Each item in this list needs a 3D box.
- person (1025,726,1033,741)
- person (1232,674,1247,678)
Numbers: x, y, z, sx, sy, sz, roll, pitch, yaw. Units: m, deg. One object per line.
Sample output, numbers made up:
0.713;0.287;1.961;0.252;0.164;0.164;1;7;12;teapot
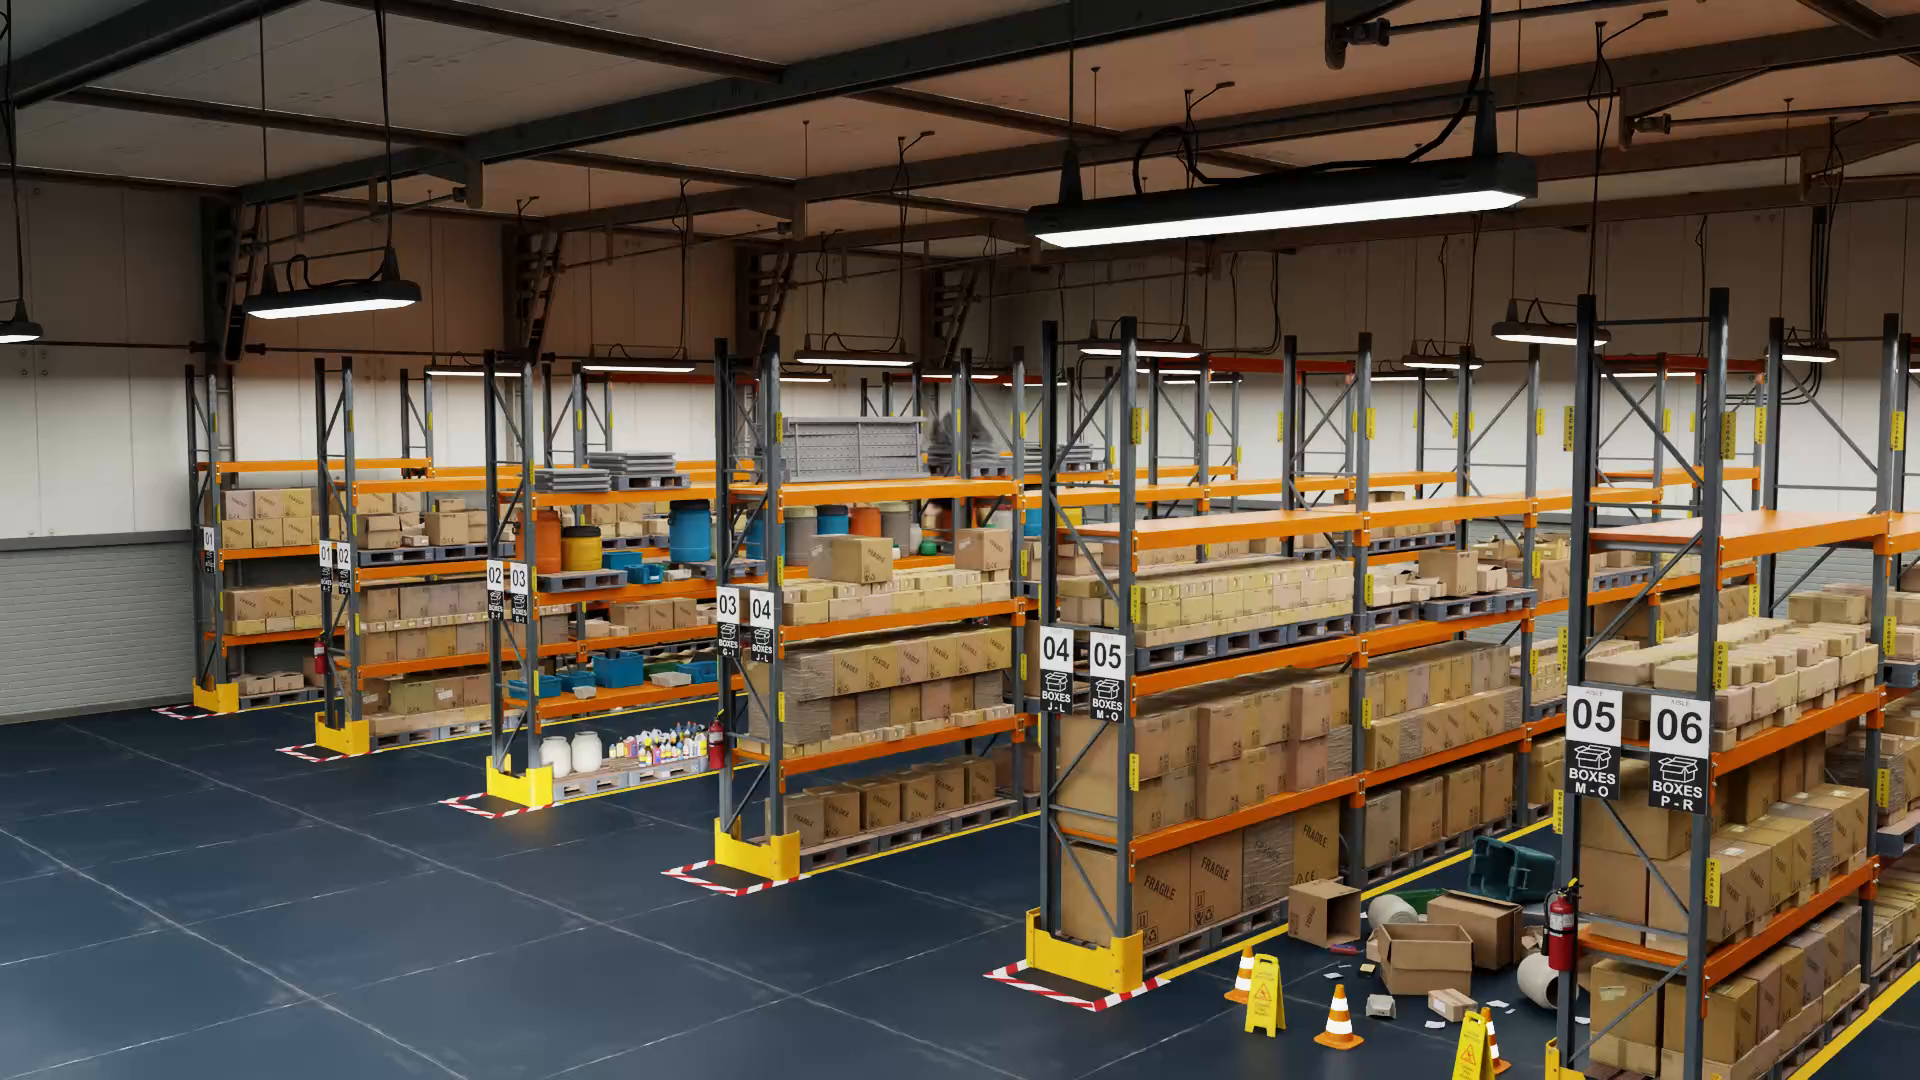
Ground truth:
1.107;2.457;24.970;0.571;1.614;0.543;0;4;5;person
4.103;2.598;23.157;0.799;1.592;0.693;-3;5;-33;person
